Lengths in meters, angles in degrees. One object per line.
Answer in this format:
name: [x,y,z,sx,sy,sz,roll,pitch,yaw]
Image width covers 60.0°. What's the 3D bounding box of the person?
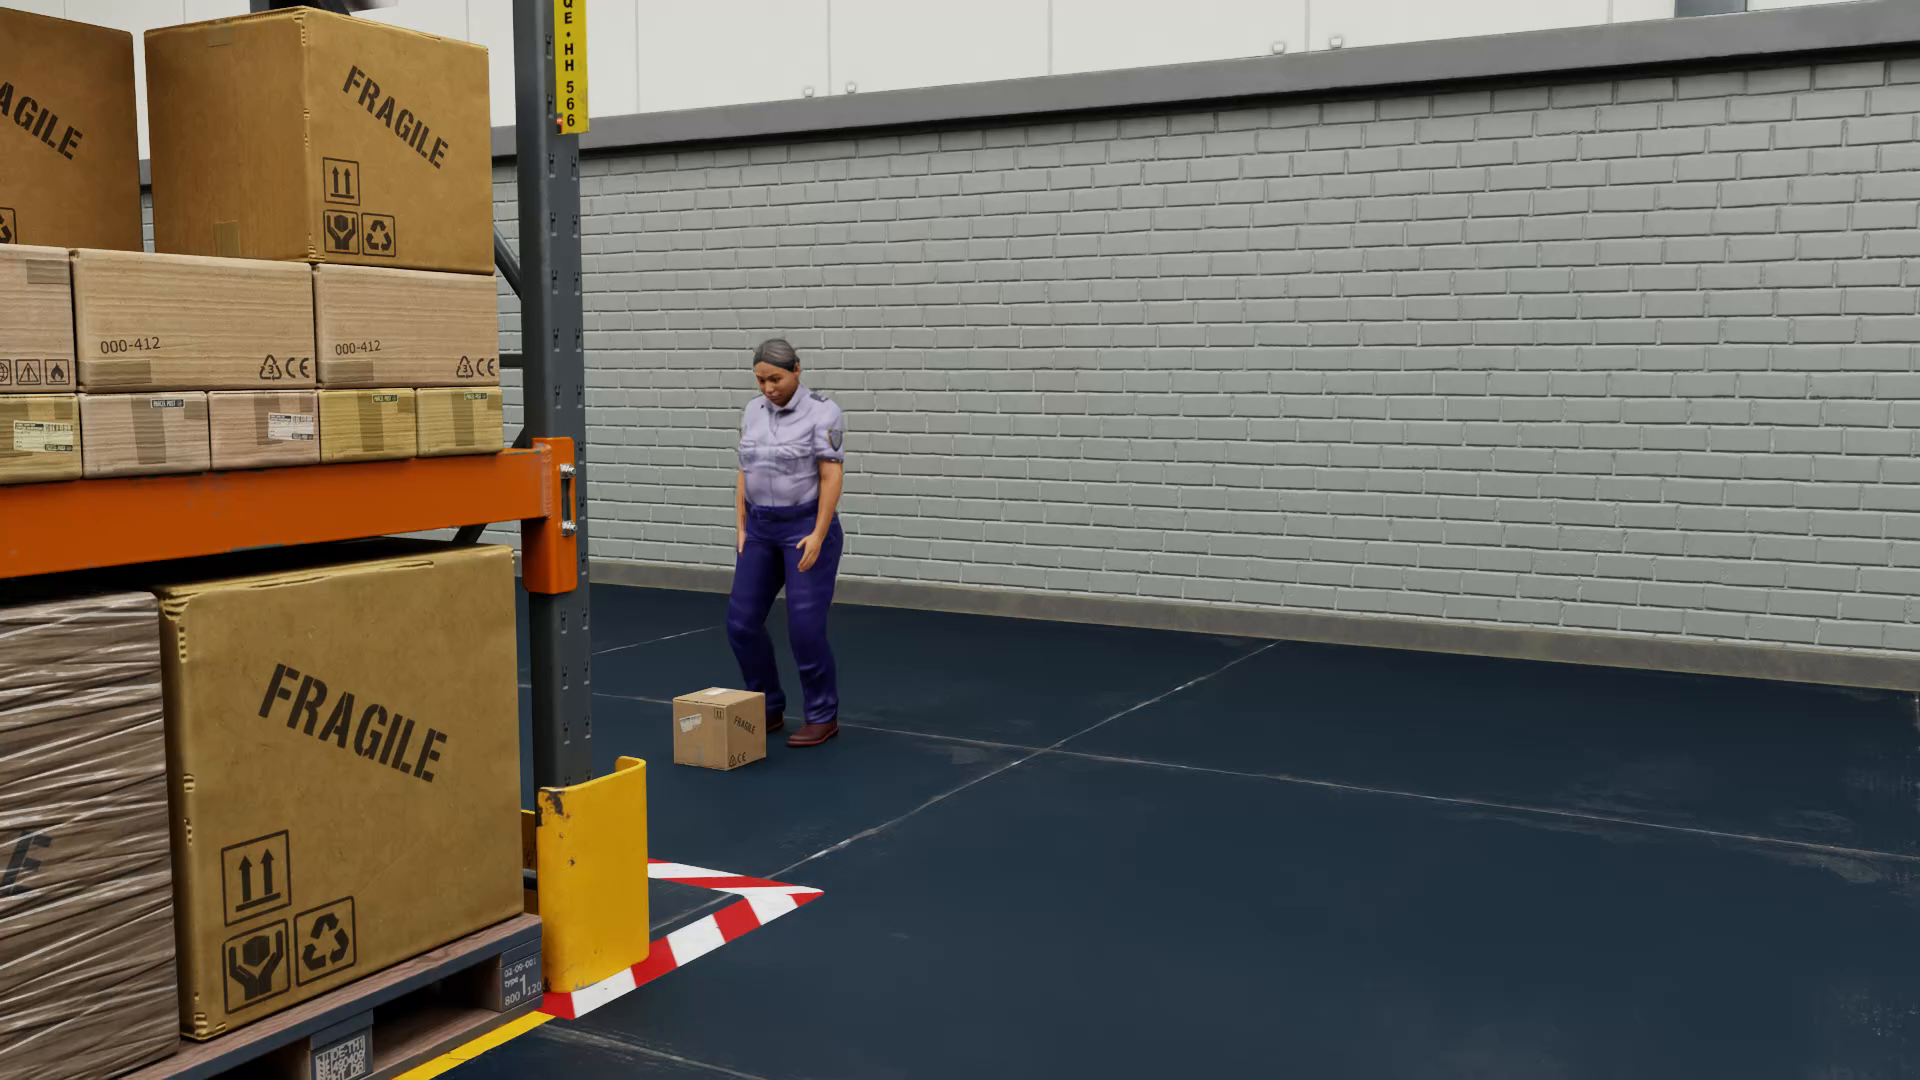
person: [-0.672,0.006,6.643,0.496,1.607,0.397,3,7,30]
